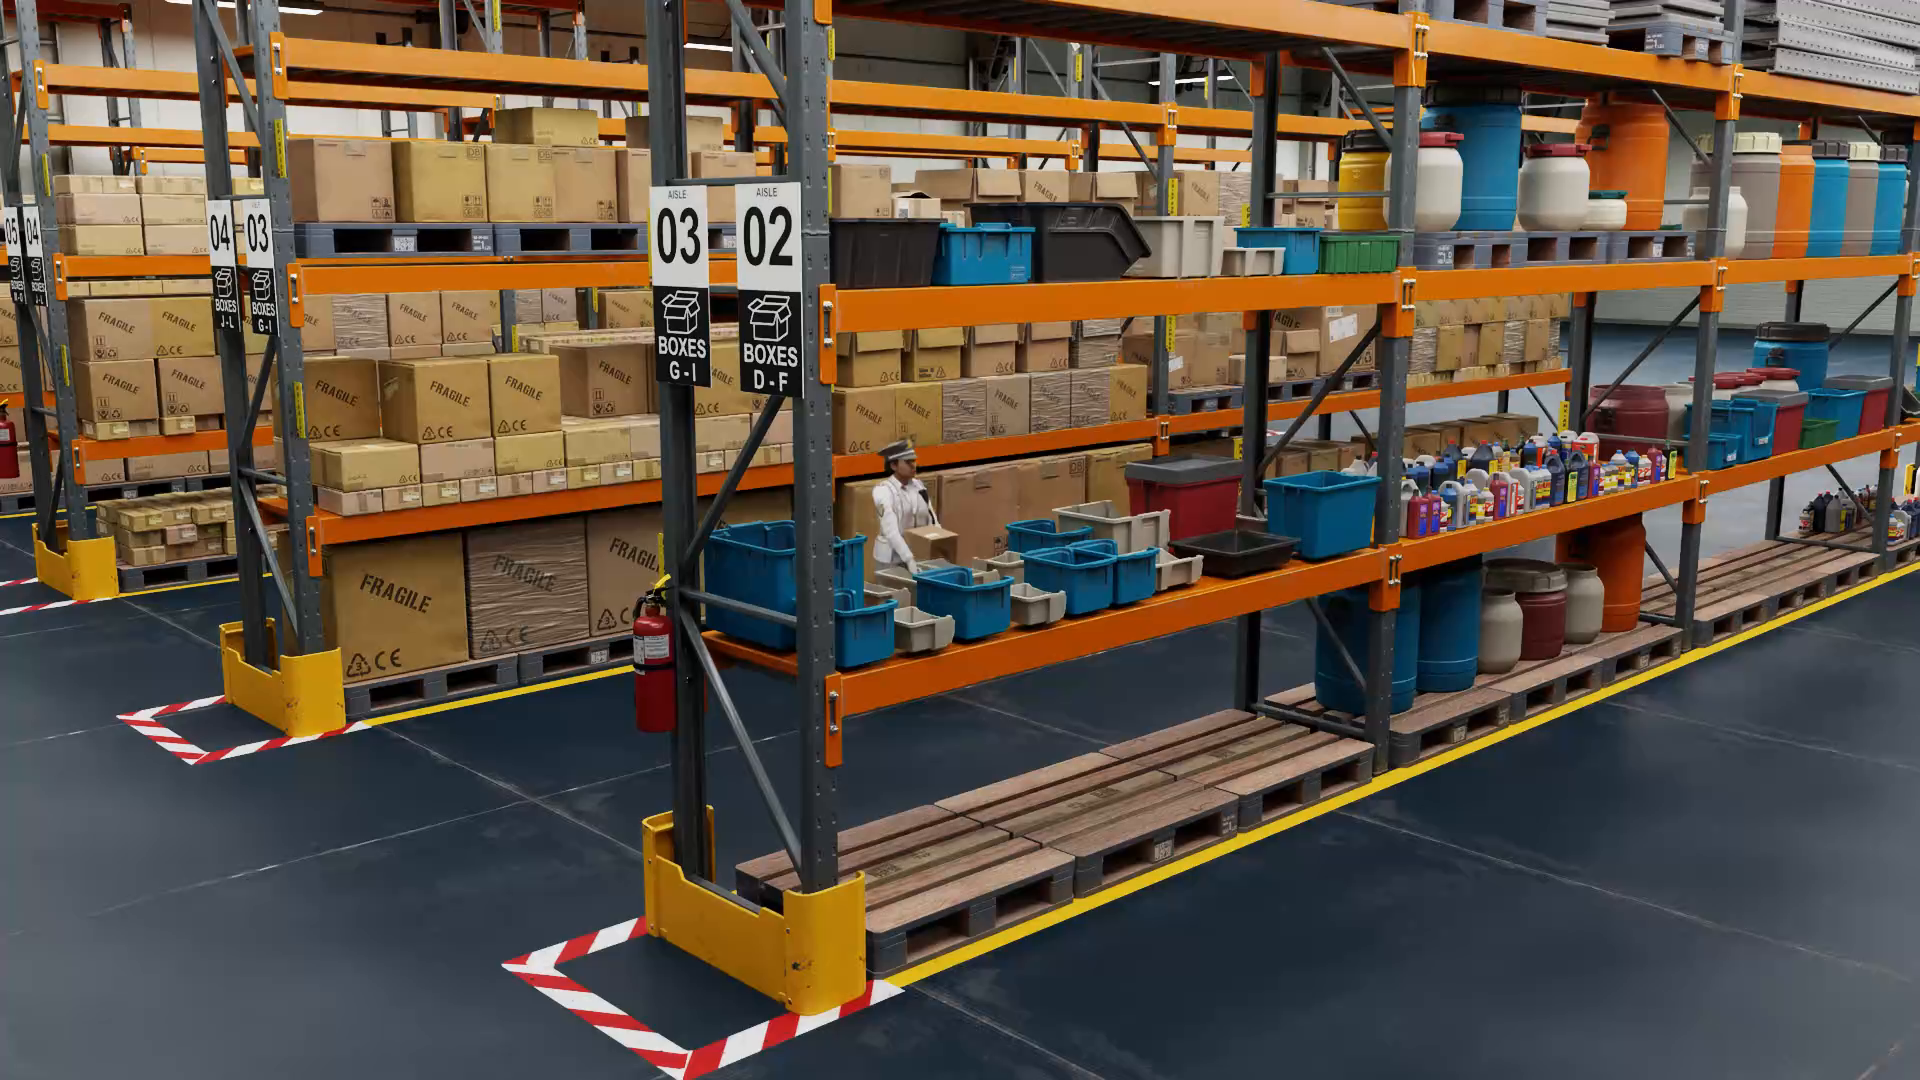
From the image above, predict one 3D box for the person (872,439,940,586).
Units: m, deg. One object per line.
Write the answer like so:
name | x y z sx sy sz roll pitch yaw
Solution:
person | -0.318 0.177 10.930 0.434 1.691 0.515 -10 15 -43
